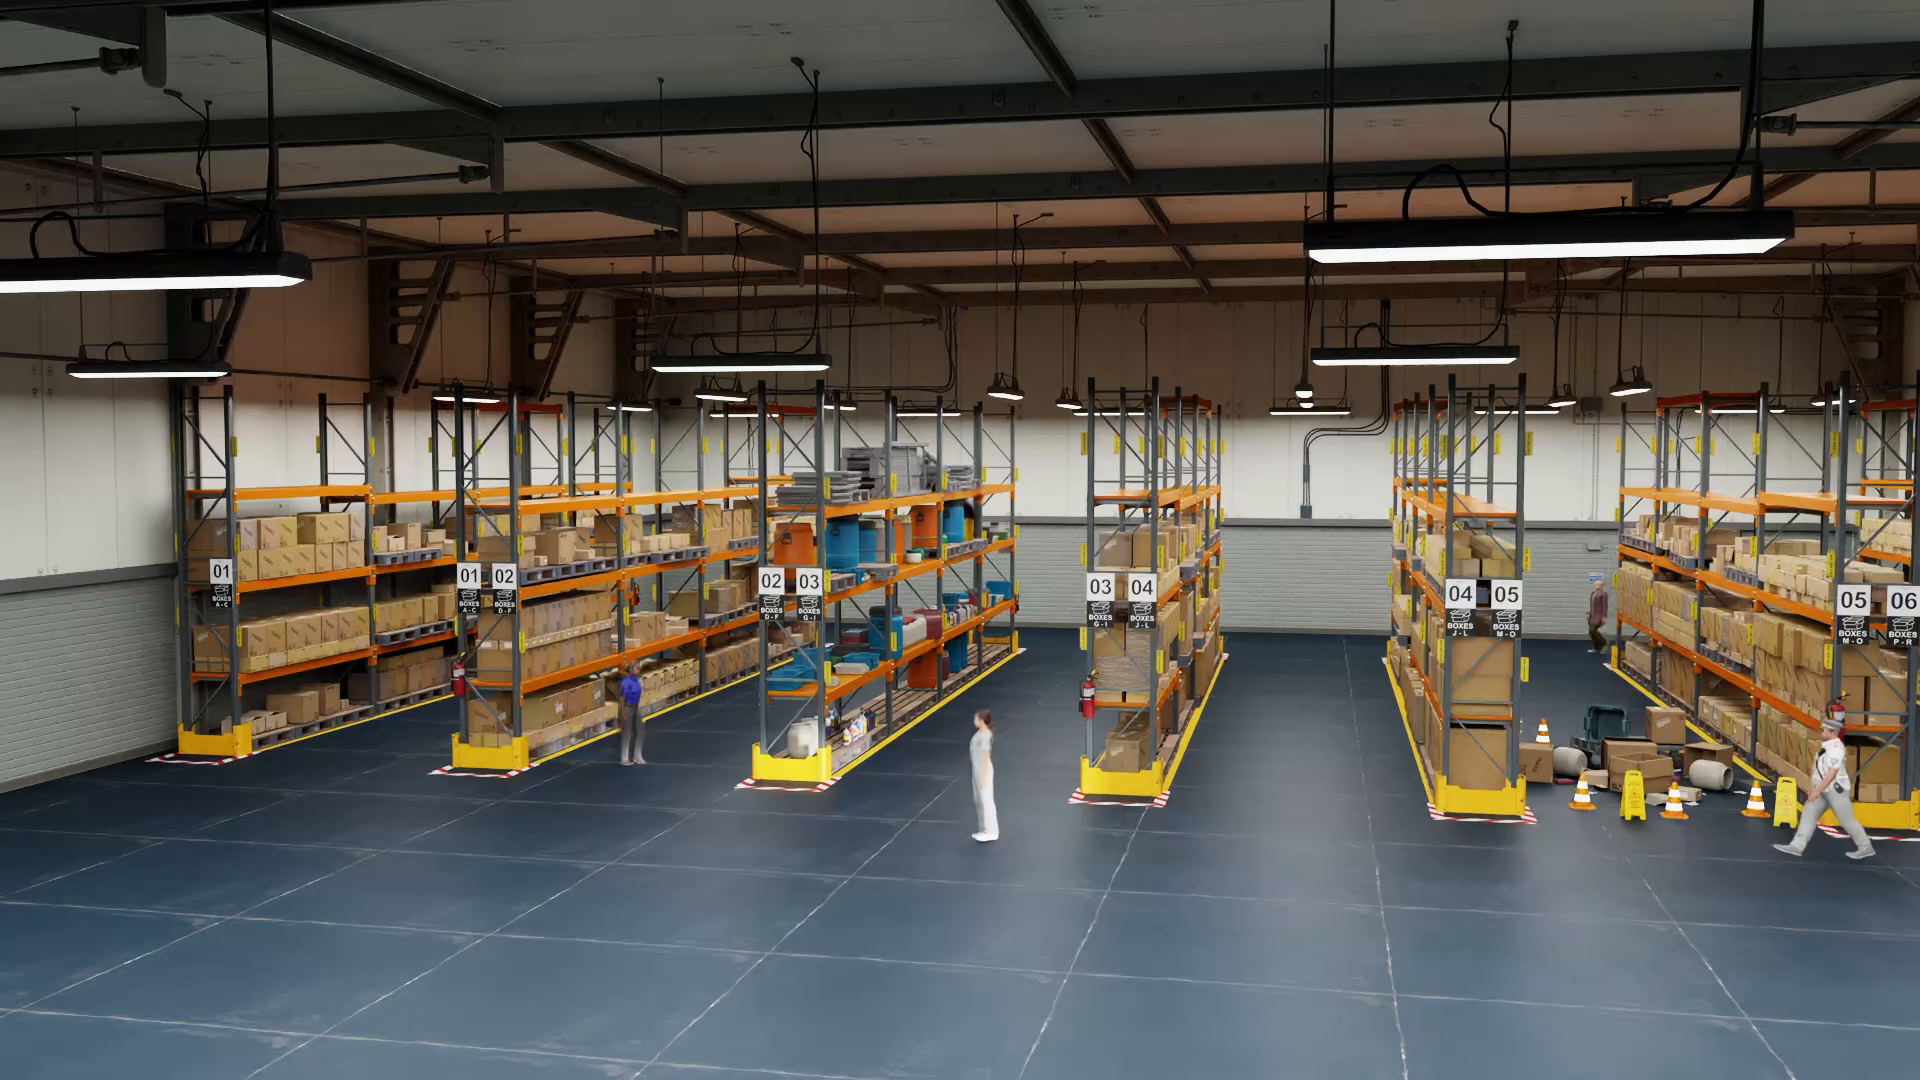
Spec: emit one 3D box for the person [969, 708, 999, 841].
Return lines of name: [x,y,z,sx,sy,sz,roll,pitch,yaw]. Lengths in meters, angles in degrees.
person: [0.291,2.989,21.144,0.370,1.707,0.560,-1,3,-12]

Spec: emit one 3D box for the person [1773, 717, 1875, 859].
person: [10.487,3.005,20.106,1.072,1.717,0.517,0,3,-2]

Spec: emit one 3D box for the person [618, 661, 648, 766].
person: [-5.173,2.740,26.159,0.364,1.688,0.540,1,3,19]

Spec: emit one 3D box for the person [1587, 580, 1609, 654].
person: [15.345,1.854,40.069,0.522,1.775,0.600,0,3,-5]
